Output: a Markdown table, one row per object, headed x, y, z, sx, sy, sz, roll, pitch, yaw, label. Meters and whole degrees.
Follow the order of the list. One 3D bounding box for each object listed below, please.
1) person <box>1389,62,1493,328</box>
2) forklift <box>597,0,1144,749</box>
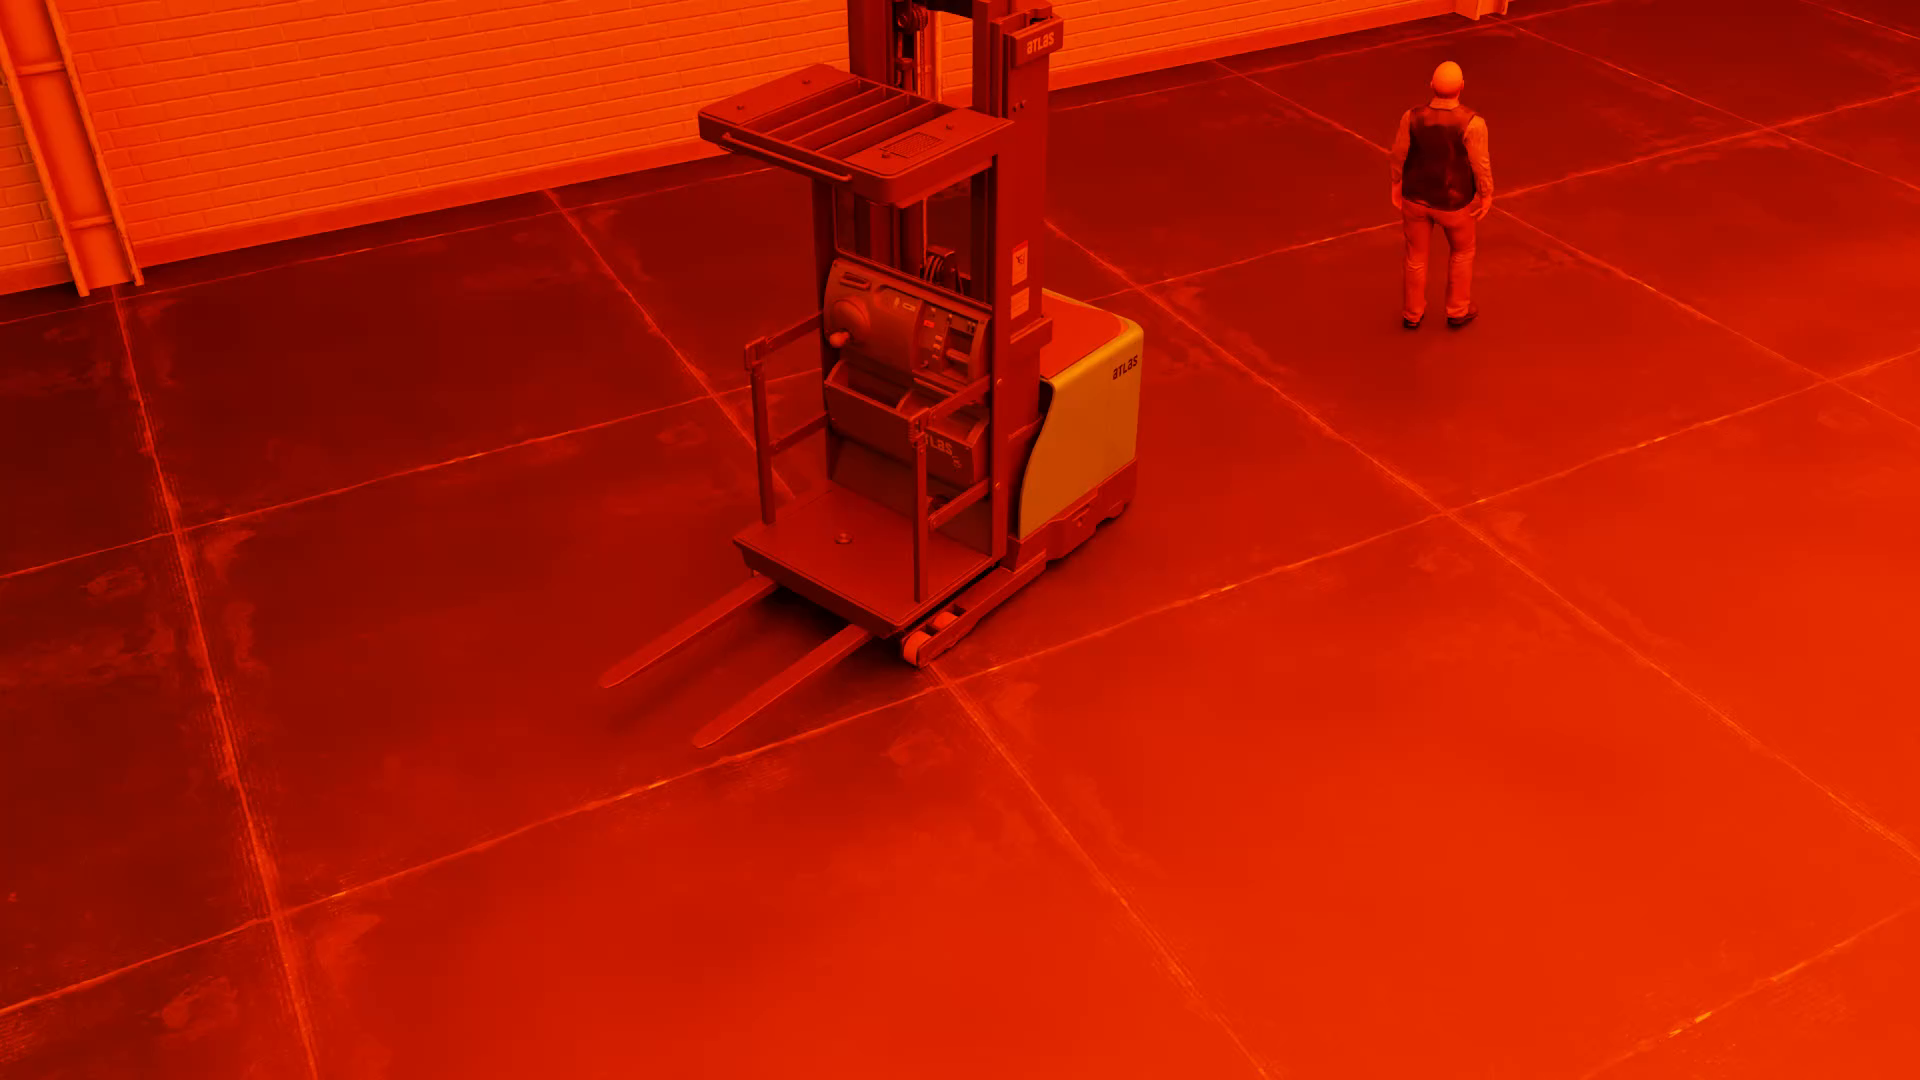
| x | y | z | sx | sy | sz | roll | pitch | yaw | label |
| --- | --- | --- | --- | --- | --- | --- | --- | --- | --- |
| 2.929 | -2.096 | 10.126 | 0.633 | 1.718 | 0.578 | 19 | 39 | 25 | person |
| -0.390 | -0.927 | 7.434 | 1.130 | 2.935 | 3.031 | 26 | 43 | 31 | forklift |
